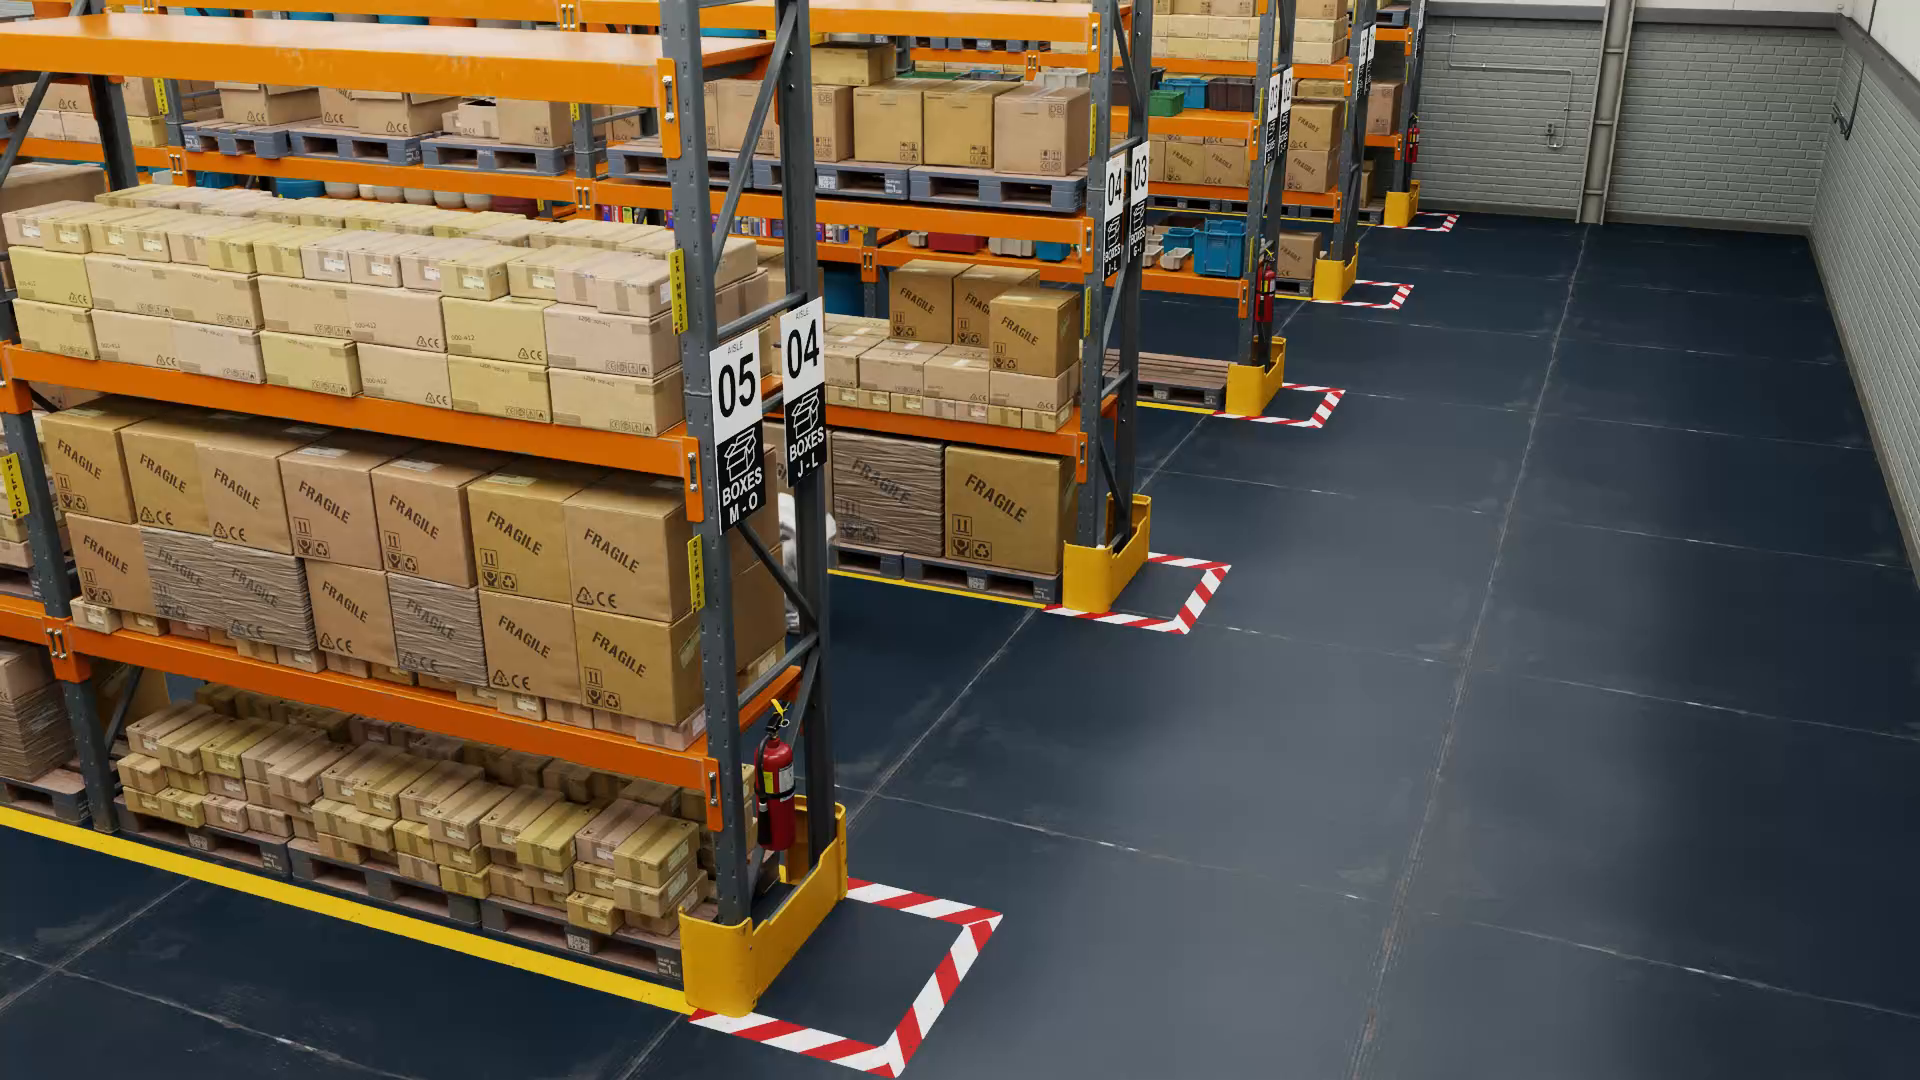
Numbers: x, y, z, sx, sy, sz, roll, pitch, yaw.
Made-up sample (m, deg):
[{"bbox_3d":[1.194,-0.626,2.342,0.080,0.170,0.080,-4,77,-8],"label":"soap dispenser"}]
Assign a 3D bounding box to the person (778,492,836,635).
[{"bbox_3d":[-1.339,0.121,11.663,0.952,0.994,0.530,8,23,18],"label":"person"}]
